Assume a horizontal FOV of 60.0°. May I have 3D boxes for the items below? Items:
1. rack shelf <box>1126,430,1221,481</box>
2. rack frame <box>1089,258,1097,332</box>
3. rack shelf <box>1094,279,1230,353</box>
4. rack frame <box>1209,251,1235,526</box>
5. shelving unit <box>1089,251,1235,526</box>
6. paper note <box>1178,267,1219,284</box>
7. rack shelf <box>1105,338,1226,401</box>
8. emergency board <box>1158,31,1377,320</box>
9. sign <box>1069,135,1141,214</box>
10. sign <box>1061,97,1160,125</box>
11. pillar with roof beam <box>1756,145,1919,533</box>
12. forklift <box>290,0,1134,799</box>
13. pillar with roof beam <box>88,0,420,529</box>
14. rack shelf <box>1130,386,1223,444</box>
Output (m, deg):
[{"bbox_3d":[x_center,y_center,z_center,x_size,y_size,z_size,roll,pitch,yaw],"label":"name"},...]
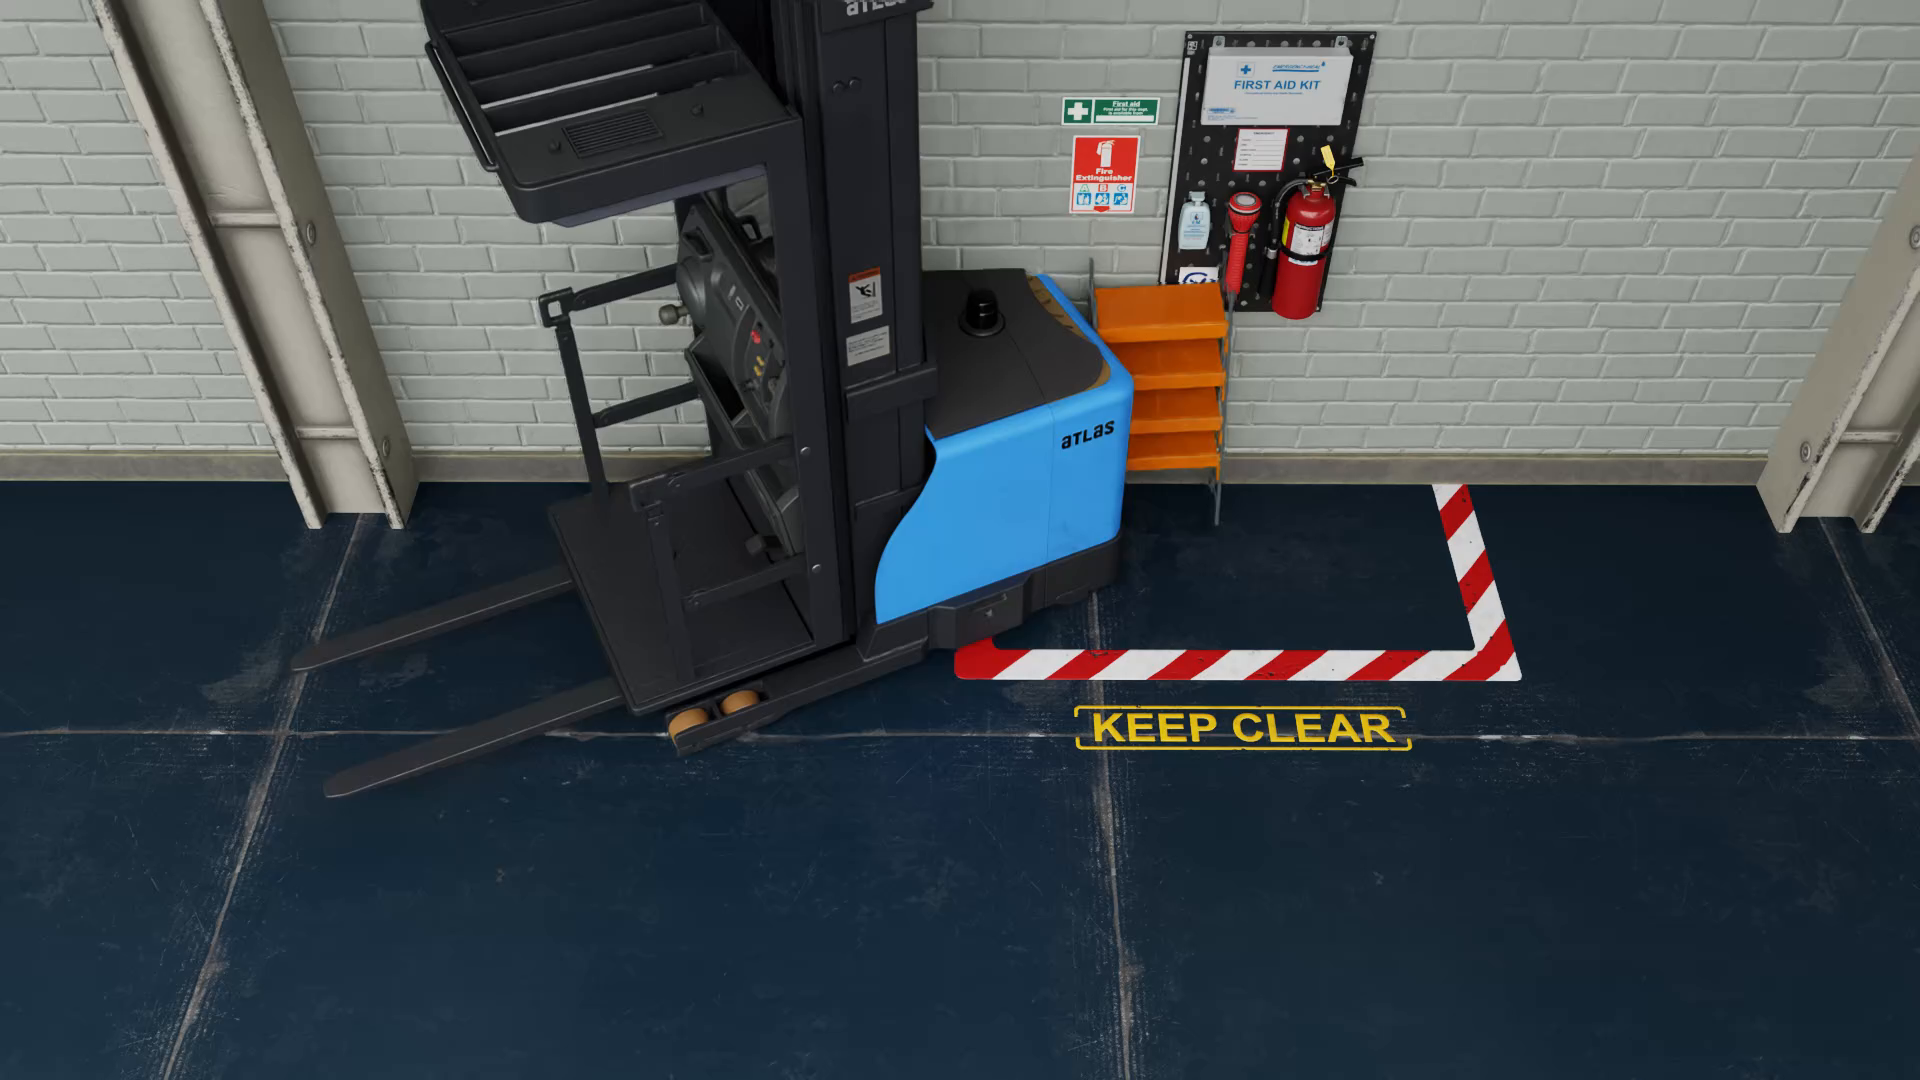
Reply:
[{"bbox_3d":[0.781,-0.364,6.627,0.480,0.148,0.258,-3,47,3],"label":"rack shelf"},{"bbox_3d":[0.520,-0.536,6.445,0.015,1.200,0.240,-3,47,3],"label":"rack frame"},{"bbox_3d":[0.738,-0.816,6.149,0.480,0.148,0.258,-3,47,3],"label":"rack shelf"},{"bbox_3d":[1.007,-0.558,6.422,0.015,1.200,0.240,-3,47,3],"label":"rack frame"},{"bbox_3d":[0.764,-0.547,6.434,0.503,1.200,0.258,-3,47,3],"label":"shelving unit"},{"bbox_3d":[0.885,-0.951,6.188,0.142,0.148,0.016,0,47,0],"label":"paper note"},{"bbox_3d":[0.754,-0.654,6.320,0.480,0.148,0.258,-3,47,3],"label":"rack shelf"},{"bbox_3d":[1.062,-1.200,5.818,0.643,1.169,0.194,0,47,0],"label":"emergency board"},{"bbox_3d":[0.509,-1.289,5.877,0.234,0.329,0.001,0,47,0],"label":"sign"},{"bbox_3d":[0.514,-1.463,5.677,0.331,0.109,0.001,0,47,0],"label":"sign"},{"bbox_3d":[3.517,-0.058,0.657,0.400,9.000,9.100,0,47,0],"label":"pillar with roof beam"},{"bbox_3d":[-0.928,-0.673,5.374,3.031,2.935,1.130,-19,50,-17],"label":"forklift"},{"bbox_3d":[-2.483,-0.075,0.672,0.400,9.000,9.100,0,47,0],"label":"pillar with roof beam"},{"bbox_3d":[0.768,-0.500,6.483,0.480,0.148,0.258,-3,47,3],"label":"rack shelf"}]
